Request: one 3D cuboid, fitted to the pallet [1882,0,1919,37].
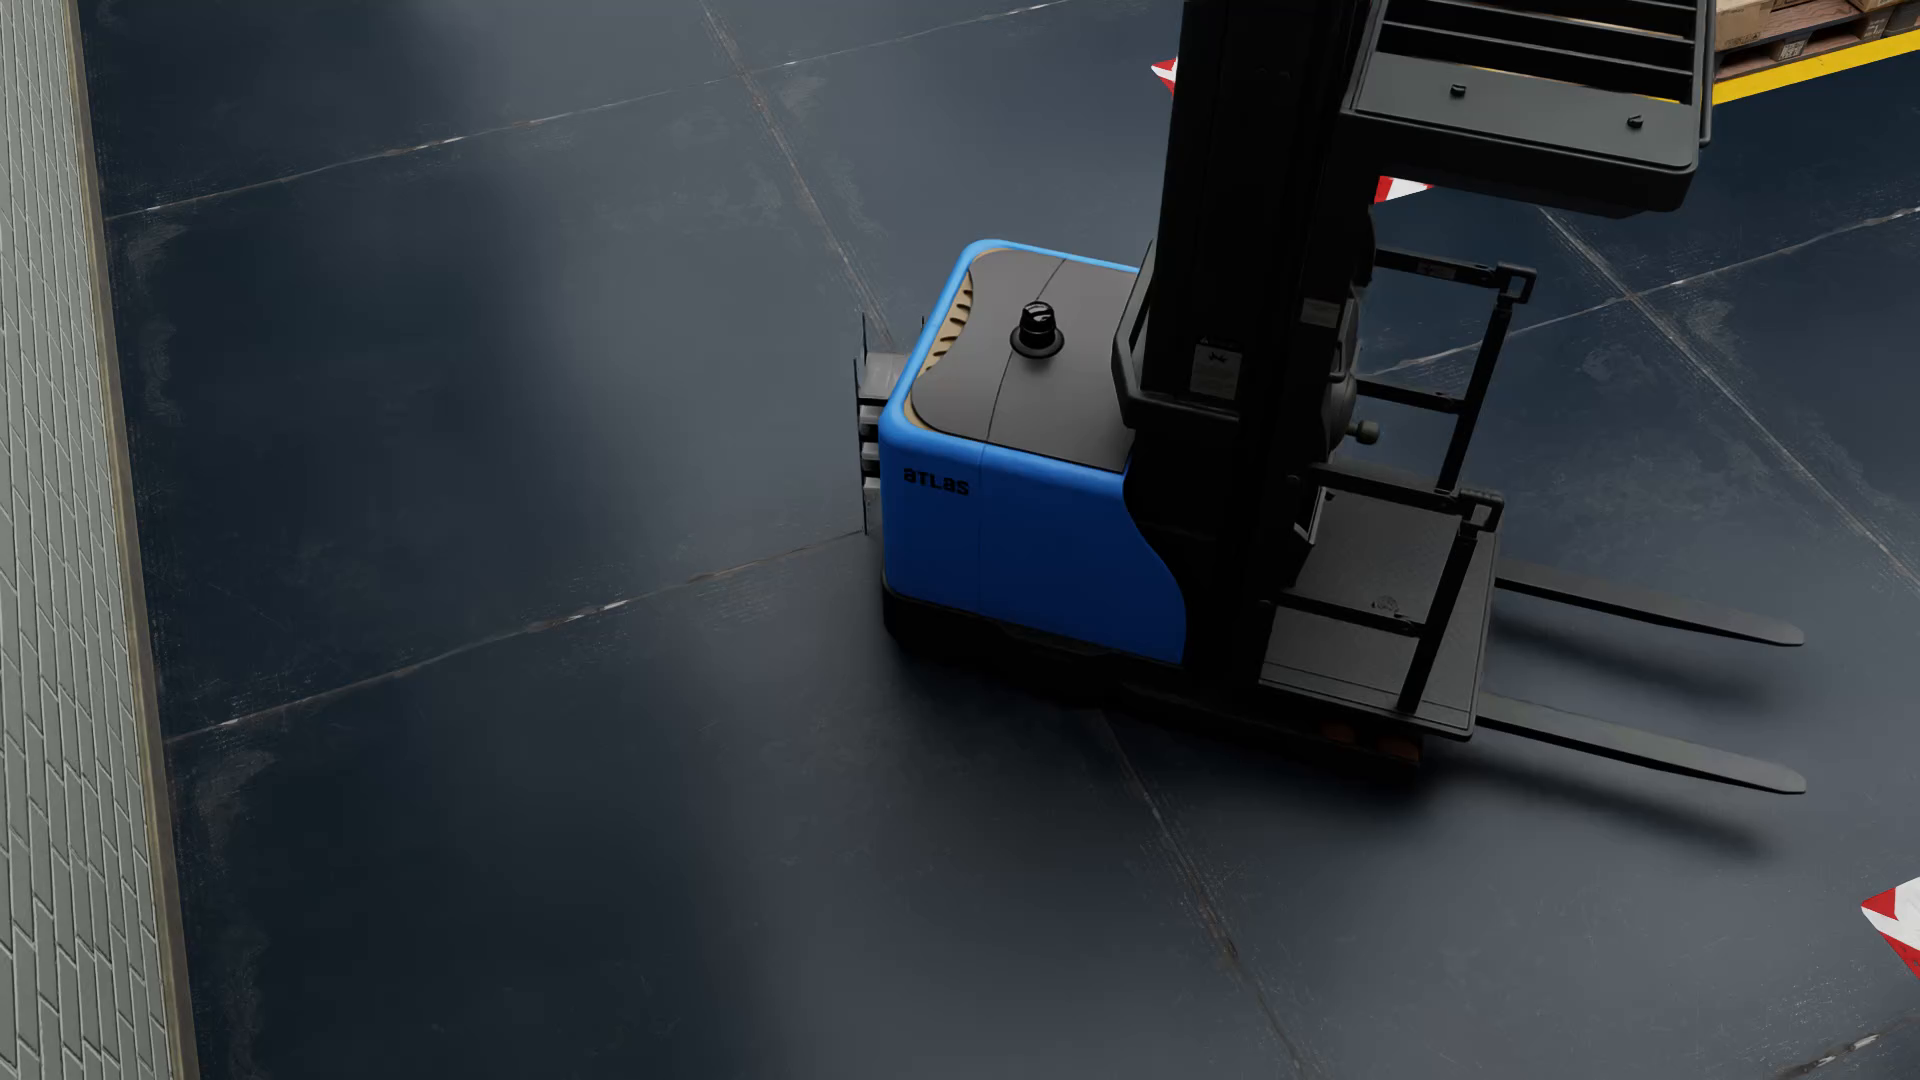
[{"bbox_3d":[5.012,-3.111,8.709,1.213,0.211,1.003,-17,52,-14],"label":"pallet"}]

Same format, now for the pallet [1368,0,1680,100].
[{"bbox_3d":[2.754,-2.411,8.108,1.213,0.211,1.003,-17,52,-14],"label":"pallet"}]

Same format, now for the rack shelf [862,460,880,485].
[{"bbox_3d":[-0.237,-0.309,6.012,0.200,0.077,0.258,4,49,4],"label":"rack shelf"}]

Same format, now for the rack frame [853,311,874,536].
[{"bbox_3d":[-0.339,-0.397,5.924,0.006,0.900,0.240,4,49,4],"label":"rack frame"}]

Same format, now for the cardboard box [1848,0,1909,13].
[{"bbox_3d":[4.534,-2.905,8.177,0.500,0.311,0.500,-17,52,-14],"label":"cardboard box"}]

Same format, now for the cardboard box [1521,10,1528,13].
[{"bbox_3d":[2.765,-2.671,8.070,0.250,0.166,0.380,-17,52,-14],"label":"cardboard box"}]

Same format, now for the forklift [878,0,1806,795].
[{"bbox_3d":[1.307,-0.608,4.767,3.031,2.935,1.130,14,51,11],"label":"forklift"}]

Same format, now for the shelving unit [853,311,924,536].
[{"bbox_3d":[-0.237,-0.390,5.918,0.210,0.900,0.258,4,49,4],"label":"shelving unit"}]

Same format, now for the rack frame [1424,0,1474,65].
[{"bbox_3d":[1.945,-3.068,6.834,0.127,3.000,1.000,-17,52,-14],"label":"rack frame"}]

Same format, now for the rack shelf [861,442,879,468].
[{"bbox_3d":[-0.237,-0.368,5.943,0.200,0.077,0.258,4,49,4],"label":"rack shelf"}]

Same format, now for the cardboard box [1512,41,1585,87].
[{"bbox_3d":[2.694,-2.239,7.700,0.250,0.166,0.380,-17,52,-14],"label":"cardboard box"}]

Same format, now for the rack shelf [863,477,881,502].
[{"bbox_3d":[-0.237,-0.251,6.080,0.200,0.077,0.258,4,49,4],"label":"rack shelf"}]

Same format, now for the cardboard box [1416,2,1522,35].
[{"bbox_3d":[2.356,-2.726,7.898,0.500,0.500,0.500,-17,52,-14],"label":"cardboard box"}]

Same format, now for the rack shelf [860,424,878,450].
[{"bbox_3d":[-0.237,-0.426,5.875,0.200,0.077,0.258,4,49,4],"label":"rack shelf"}]

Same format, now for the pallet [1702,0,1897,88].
[{"bbox_3d":[3.881,-2.758,8.406,1.213,0.211,1.003,-17,52,-14],"label":"pallet"}]

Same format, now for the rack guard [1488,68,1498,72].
[{"bbox_3d":[2.016,-2.276,7.802,0.348,0.500,1.175,-17,52,-14],"label":"rack guard"}]

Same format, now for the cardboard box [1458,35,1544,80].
[{"bbox_3d":[2.463,-2.162,7.645,0.250,0.149,0.380,-17,52,-14],"label":"cardboard box"}]

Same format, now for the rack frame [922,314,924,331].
[{"bbox_3d":[-0.136,-0.382,5.912,0.006,0.900,0.240,4,49,4],"label":"rack frame"}]

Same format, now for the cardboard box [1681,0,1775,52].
[{"bbox_3d":[3.482,-2.560,7.920,0.500,0.250,0.500,-17,52,-14],"label":"cardboard box"}]

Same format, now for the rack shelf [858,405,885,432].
[{"bbox_3d":[-0.237,-0.485,5.807,0.200,0.077,0.258,4,49,4],"label":"rack shelf"}]

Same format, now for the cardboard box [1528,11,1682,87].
[{"bbox_3d":[3.019,-2.416,7.797,0.500,0.250,0.500,-17,52,-14],"label":"cardboard box"}]

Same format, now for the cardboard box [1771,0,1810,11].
[{"bbox_3d":[3.911,-3.003,8.134,0.637,0.503,0.797,-17,52,-14],"label":"cardboard box"}]

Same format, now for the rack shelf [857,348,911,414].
[{"bbox_3d":[-0.237,-0.544,5.738,0.200,0.077,0.258,4,49,4],"label":"rack shelf"}]
